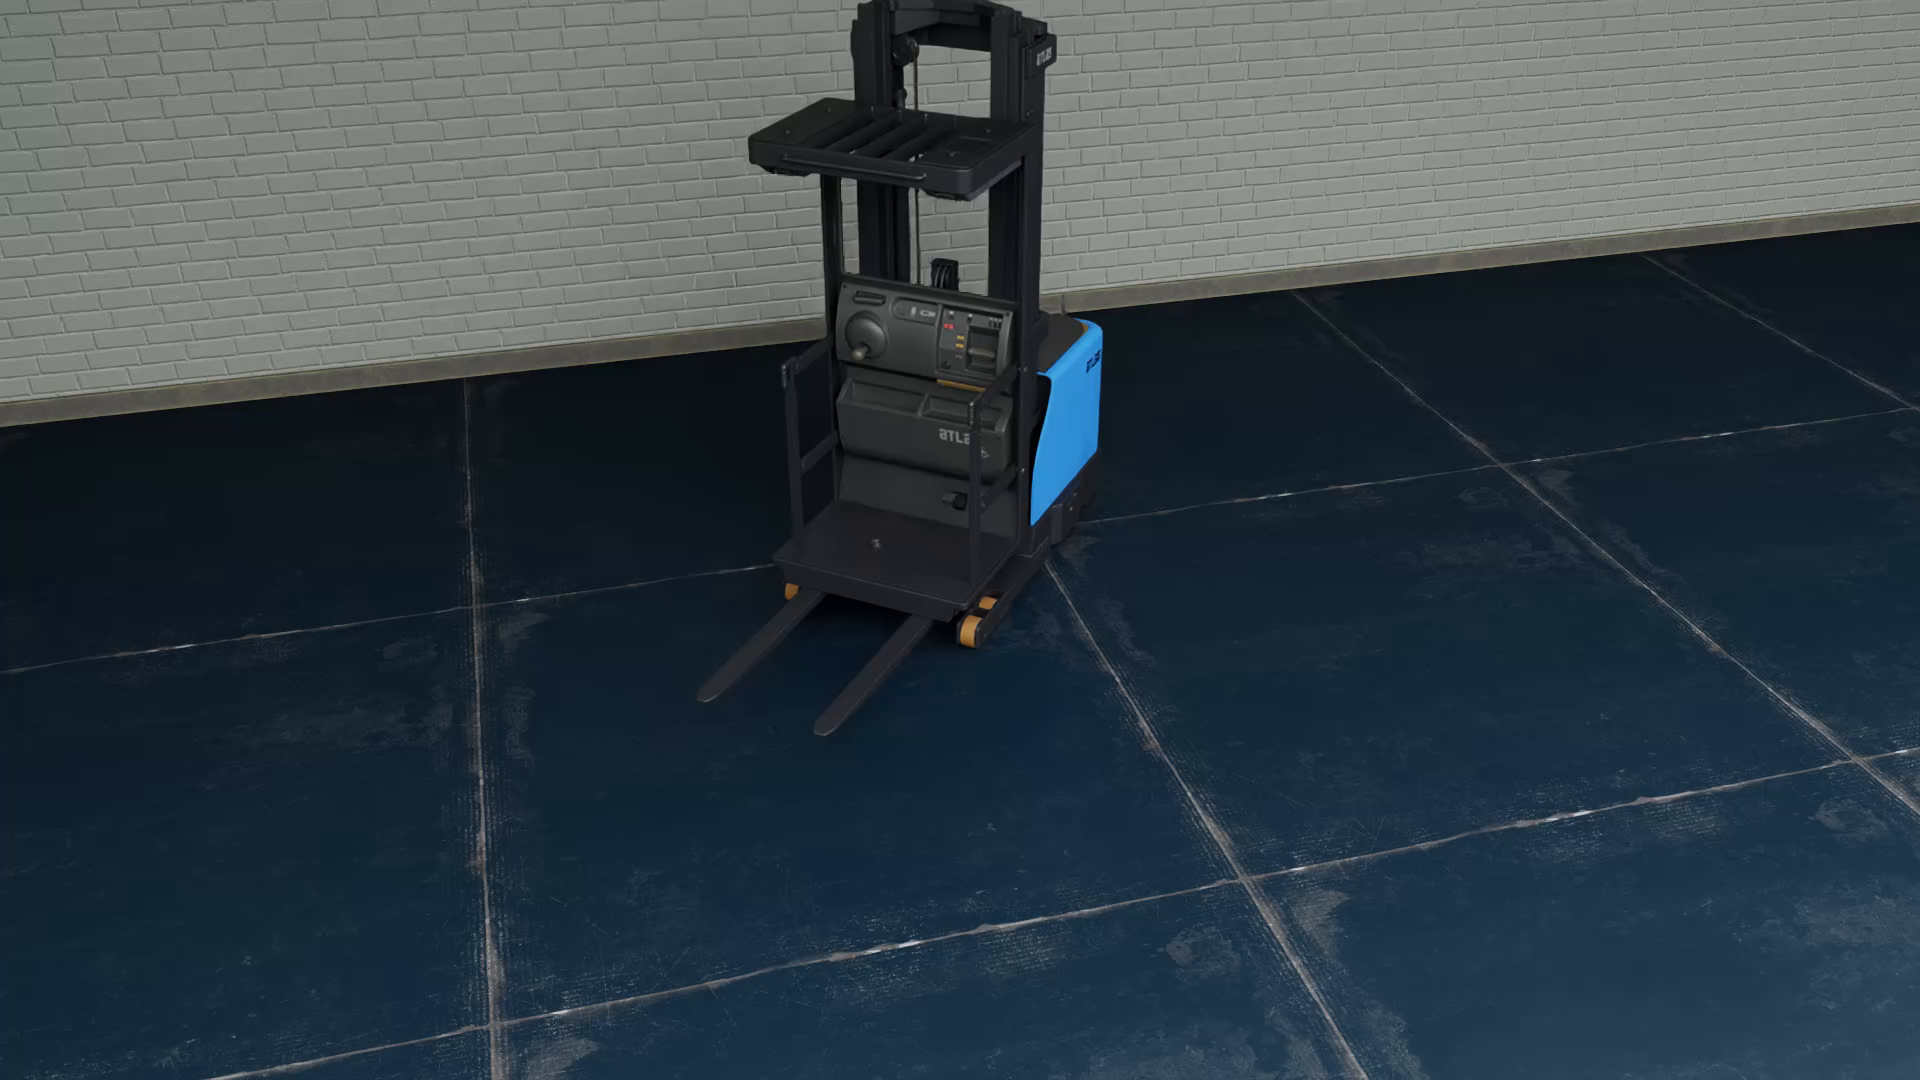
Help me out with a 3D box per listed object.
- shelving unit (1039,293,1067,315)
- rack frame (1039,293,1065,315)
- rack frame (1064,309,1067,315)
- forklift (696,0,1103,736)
[{"bbox_3d":[0.506,-0.909,9.773,0.215,1.050,0.252,0,30,0],"label":"shelving unit"},{"bbox_3d":[0.507,-0.971,9.879,0.200,1.050,0.008,0,30,0],"label":"rack frame"},{"bbox_3d":[0.505,-0.848,9.668,0.200,1.050,0.008,0,30,0],"label":"rack frame"},{"bbox_3d":[-0.269,-0.974,8.006,1.130,2.935,3.031,13,32,21],"label":"forklift"}]
